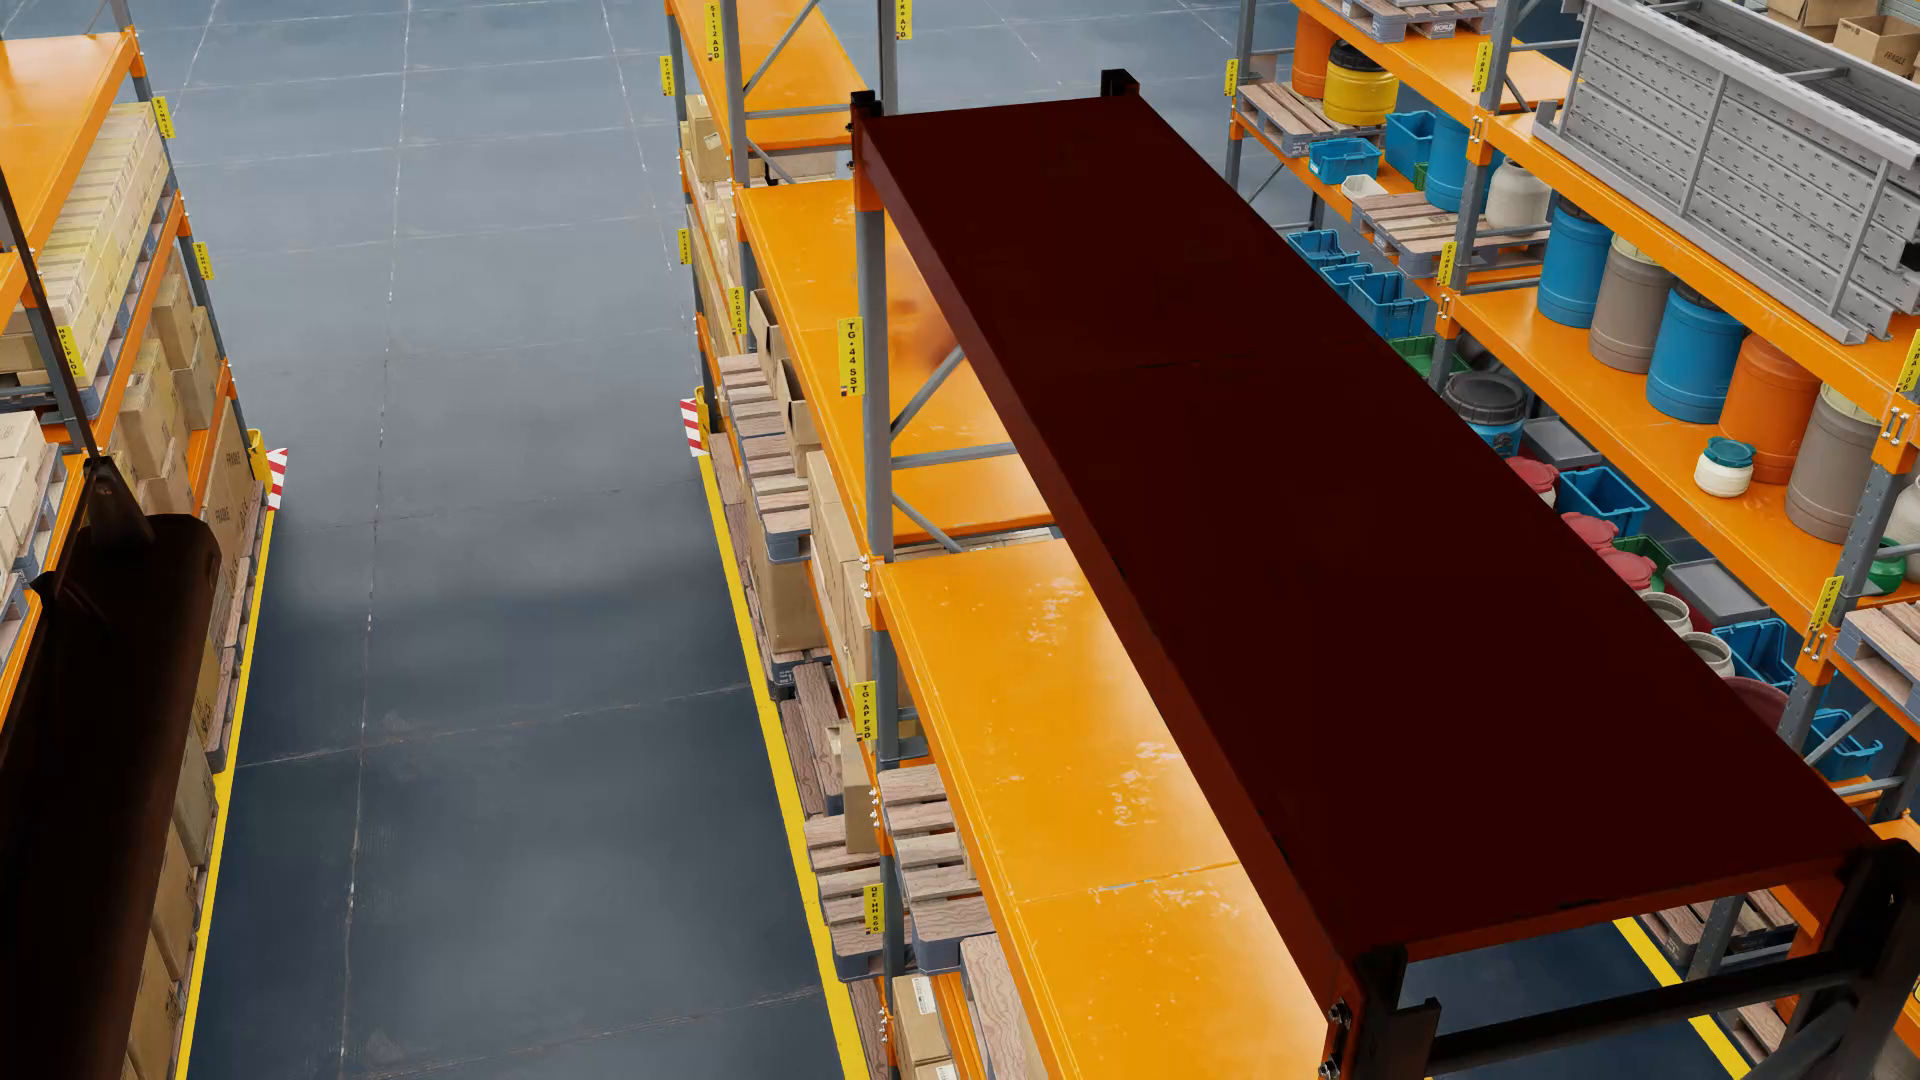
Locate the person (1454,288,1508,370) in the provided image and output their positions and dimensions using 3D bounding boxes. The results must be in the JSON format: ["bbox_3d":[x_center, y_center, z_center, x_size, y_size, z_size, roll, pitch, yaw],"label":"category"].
[{"bbox_3d":[4.762,-1.834,15.338,0.551,1.608,0.543,-7,35,-10],"label":"person"}]
